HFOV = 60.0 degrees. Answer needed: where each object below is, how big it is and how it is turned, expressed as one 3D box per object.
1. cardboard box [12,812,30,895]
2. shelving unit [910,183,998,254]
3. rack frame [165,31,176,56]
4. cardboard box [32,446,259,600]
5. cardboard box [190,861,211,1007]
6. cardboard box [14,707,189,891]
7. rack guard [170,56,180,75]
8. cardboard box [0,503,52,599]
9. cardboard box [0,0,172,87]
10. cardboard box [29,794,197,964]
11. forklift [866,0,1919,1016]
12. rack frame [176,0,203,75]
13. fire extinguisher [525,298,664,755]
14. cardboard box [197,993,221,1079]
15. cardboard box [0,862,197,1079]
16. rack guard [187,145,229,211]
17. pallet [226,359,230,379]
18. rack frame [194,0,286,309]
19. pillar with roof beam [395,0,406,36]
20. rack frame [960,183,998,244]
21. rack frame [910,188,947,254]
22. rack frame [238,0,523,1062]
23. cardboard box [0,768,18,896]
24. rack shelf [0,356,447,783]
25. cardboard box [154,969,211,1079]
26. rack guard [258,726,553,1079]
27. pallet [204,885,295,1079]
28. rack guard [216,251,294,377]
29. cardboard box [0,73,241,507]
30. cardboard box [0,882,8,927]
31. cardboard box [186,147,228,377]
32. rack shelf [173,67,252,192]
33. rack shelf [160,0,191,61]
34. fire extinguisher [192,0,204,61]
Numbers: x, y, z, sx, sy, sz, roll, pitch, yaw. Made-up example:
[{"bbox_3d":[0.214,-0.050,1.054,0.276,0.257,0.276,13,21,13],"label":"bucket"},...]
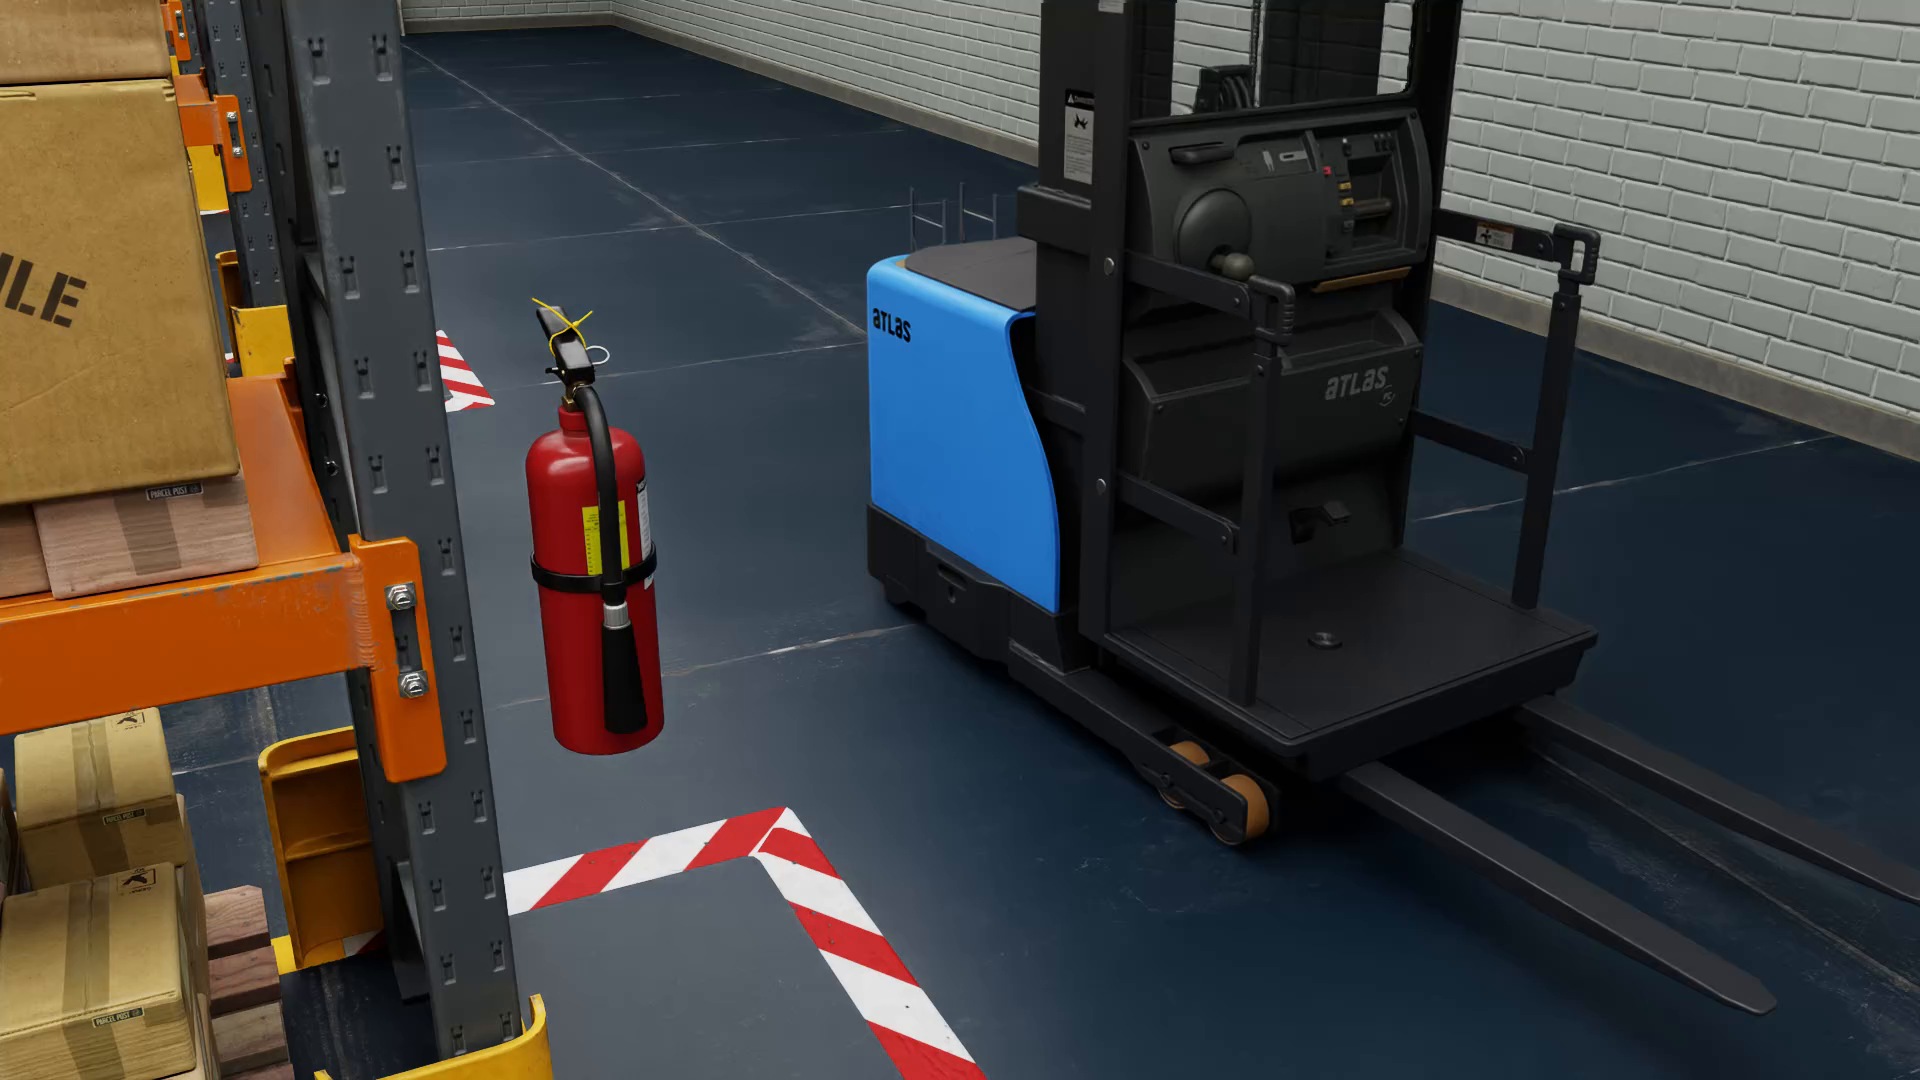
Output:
[{"bbox_3d":[-1.826,0.670,3.000,0.250,0.149,0.380,-11,25,-24],"label":"cardboard box"},{"bbox_3d":[-0.021,-0.556,5.523,0.189,1.200,0.258,-12,25,-26],"label":"shelving unit"},{"bbox_3d":[-7.324,-5.481,15.070,0.127,3.000,1.000,-10,25,-24],"label":"rack frame"},{"bbox_3d":[-1.142,-0.073,2.333,0.250,0.149,0.380,-10,25,-24],"label":"cardboard box"},{"bbox_3d":[-1.582,0.759,3.172,0.250,0.149,0.380,-10,24,-23],"label":"cardboard box"},{"bbox_3d":[-1.591,0.478,3.075,0.250,0.149,0.380,-12,25,-26],"label":"cardboard box"},{"bbox_3d":[-7.393,-4.314,15.517,0.348,0.500,1.175,-10,25,-24],"label":"rack guard"},{"bbox_3d":[-1.383,-0.045,2.264,0.250,0.149,0.380,-10,25,-24],"label":"cardboard box"},{"bbox_3d":[-1.276,-0.824,1.993,0.500,0.500,0.500,-11,25,-25],"label":"cardboard box"},{"bbox_3d":[-1.555,0.644,3.062,0.250,0.149,0.380,-9,24,-21],"label":"cardboard box"},{"bbox_3d":[0.928,-0.830,3.923,1.130,2.935,3.031,-14,26,-30],"label":"forklift"},{"bbox_3d":[-5.179,-3.773,10.944,0.127,3.000,1.000,-10,25,-24],"label":"rack frame"},{"bbox_3d":[-0.544,-0.015,2.453,0.183,0.674,0.296,-10,25,-24],"label":"fire extinguisher"},{"bbox_3d":[-1.355,0.942,2.731,0.250,0.149,0.380,-10,25,-23],"label":"cardboard box"},{"bbox_3d":[-1.338,0.683,2.579,0.250,0.149,0.380,-10,25,-23],"label":"cardboard box"},{"bbox_3d":[-5.163,-2.627,11.443,0.348,0.500,1.175,-10,25,-24],"label":"rack guard"},{"bbox_3d":[-3.718,-0.619,6.968,1.213,0.211,1.003,-10,25,-24],"label":"pallet"},{"bbox_3d":[-3.031,-2.067,6.821,0.127,3.000,1.000,-10,25,-24],"label":"rack frame"},{"bbox_3d":[-5.551,-9.222,16.263,0.400,9.000,9.100,-10,25,-24],"label":"pillar with roof beam"},{"bbox_3d":[0.059,-0.573,5.564,0.006,1.200,0.240,-12,25,-26],"label":"rack frame"},{"bbox_3d":[-0.101,-0.539,5.482,0.006,1.200,0.240,-12,25,-26],"label":"rack frame"},{"bbox_3d":[-0.971,-0.340,2.651,0.127,3.000,1.000,-10,25,-24],"label":"rack frame"},{"bbox_3d":[-1.787,0.565,2.864,0.250,0.149,0.380,-10,24,-23],"label":"cardboard box"},{"bbox_3d":[-2.773,0.324,1.987,4.000,0.370,1.077,-10,25,-24],"label":"rack shelf"},{"bbox_3d":[-1.323,0.831,2.610,0.250,0.149,0.380,-11,25,-25],"label":"cardboard box"},{"bbox_3d":[-1.040,0.827,3.098,0.348,0.500,1.175,-10,25,-24],"label":"rack guard"},{"bbox_3d":[-1.787,1.083,2.857,1.213,0.211,1.003,-10,25,-24],"label":"pallet"},{"bbox_3d":[-3.010,-0.916,7.308,0.348,0.500,1.175,-10,25,-24],"label":"rack guard"},{"bbox_3d":[-1.264,-0.361,2.180,0.500,0.500,0.500,-10,24,-23],"label":"cardboard box"},{"bbox_3d":[-1.589,0.705,2.526,0.250,0.149,0.380,-10,24,-23],"label":"cardboard box"},{"bbox_3d":[-3.573,-1.145,6.824,0.875,0.875,0.875,-10,25,-24],"label":"cardboard box"},{"bbox_3d":[-4.833,-1.402,6.157,4.000,0.370,1.077,-10,25,-24],"label":"rack shelf"},{"bbox_3d":[-6.981,-3.109,10.280,4.000,0.370,1.077,-10,25,-24],"label":"rack shelf"},{"bbox_3d":[-4.846,-3.434,10.712,0.183,0.674,0.296,-10,25,-24],"label":"fire extinguisher"}]
